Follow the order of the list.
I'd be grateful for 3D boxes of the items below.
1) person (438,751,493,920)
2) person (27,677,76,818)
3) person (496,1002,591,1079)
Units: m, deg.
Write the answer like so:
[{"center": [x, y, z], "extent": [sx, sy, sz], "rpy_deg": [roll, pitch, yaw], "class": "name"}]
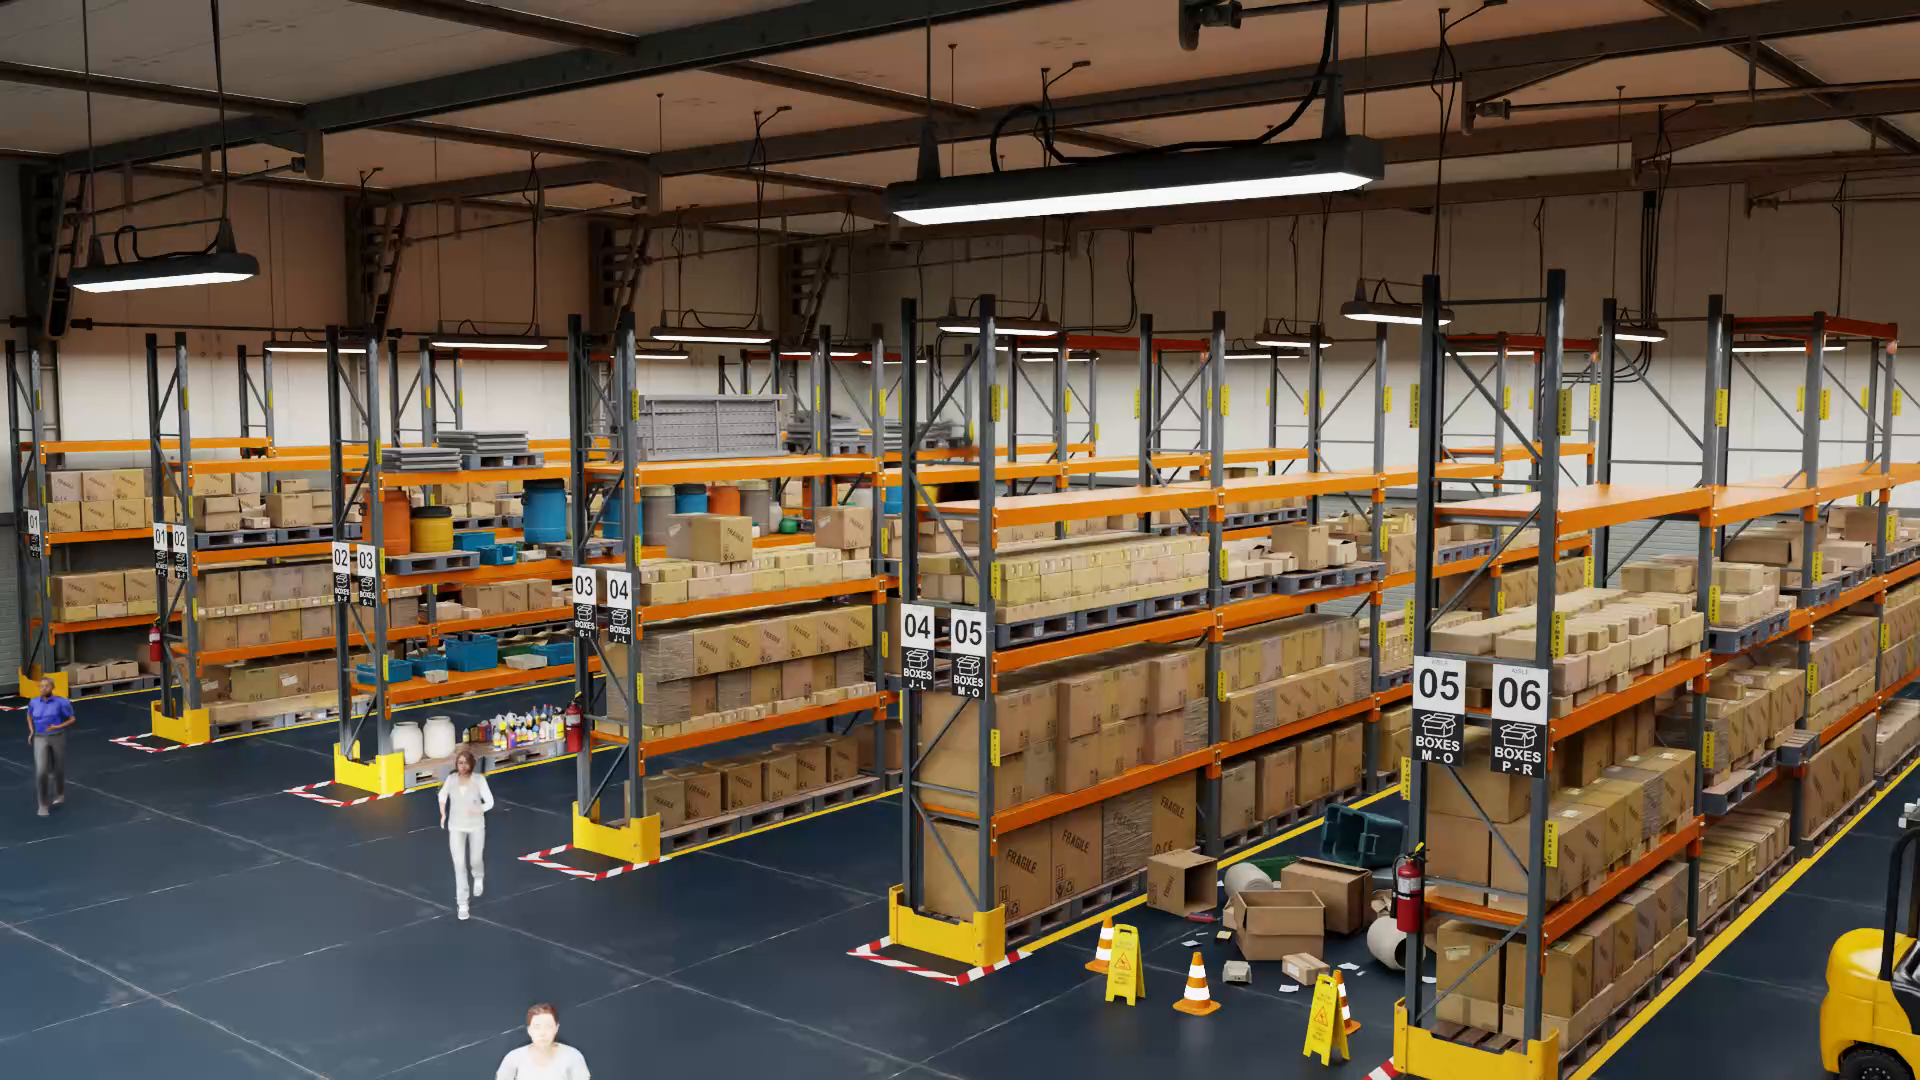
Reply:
[{"center": [-4.905, 2.874, 16.515], "extent": [0.546, 1.600, 0.819], "rpy_deg": [-1, 5, -11], "class": "person"}, {"center": [-11.131, 2.521, 20.382], "extent": [0.554, 1.718, 0.721], "rpy_deg": [-2, 6, -21], "class": "person"}, {"center": [-2.413, 3.489, 9.658], "extent": [0.566, 1.660, 0.818], "rpy_deg": [-1, 5, -13], "class": "person"}]
